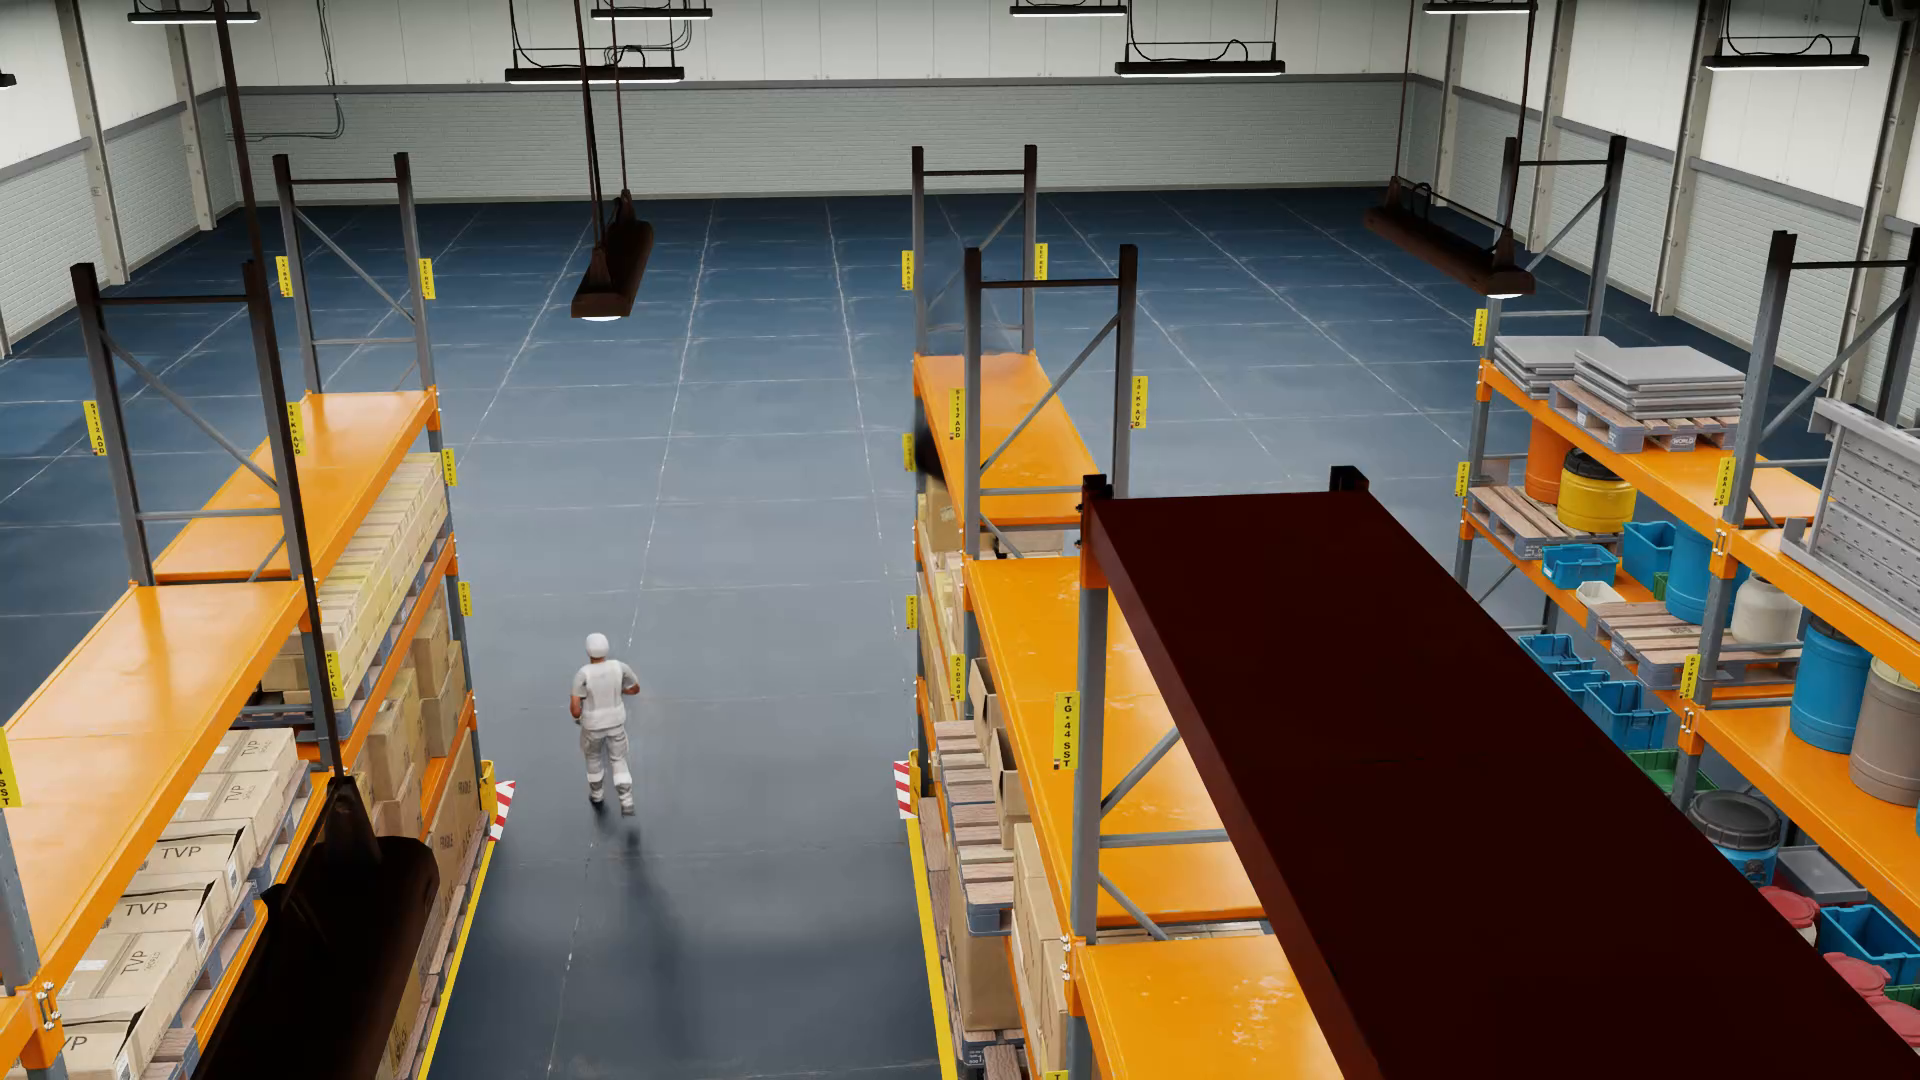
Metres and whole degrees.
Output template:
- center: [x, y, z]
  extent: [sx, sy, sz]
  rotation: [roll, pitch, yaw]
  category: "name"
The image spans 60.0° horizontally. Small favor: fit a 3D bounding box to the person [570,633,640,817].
- center: [-3.188, 1.669, 14.973]
  extent: [0.661, 1.812, 0.868]
  rotation: [-9, 23, -22]
  category: "person"
